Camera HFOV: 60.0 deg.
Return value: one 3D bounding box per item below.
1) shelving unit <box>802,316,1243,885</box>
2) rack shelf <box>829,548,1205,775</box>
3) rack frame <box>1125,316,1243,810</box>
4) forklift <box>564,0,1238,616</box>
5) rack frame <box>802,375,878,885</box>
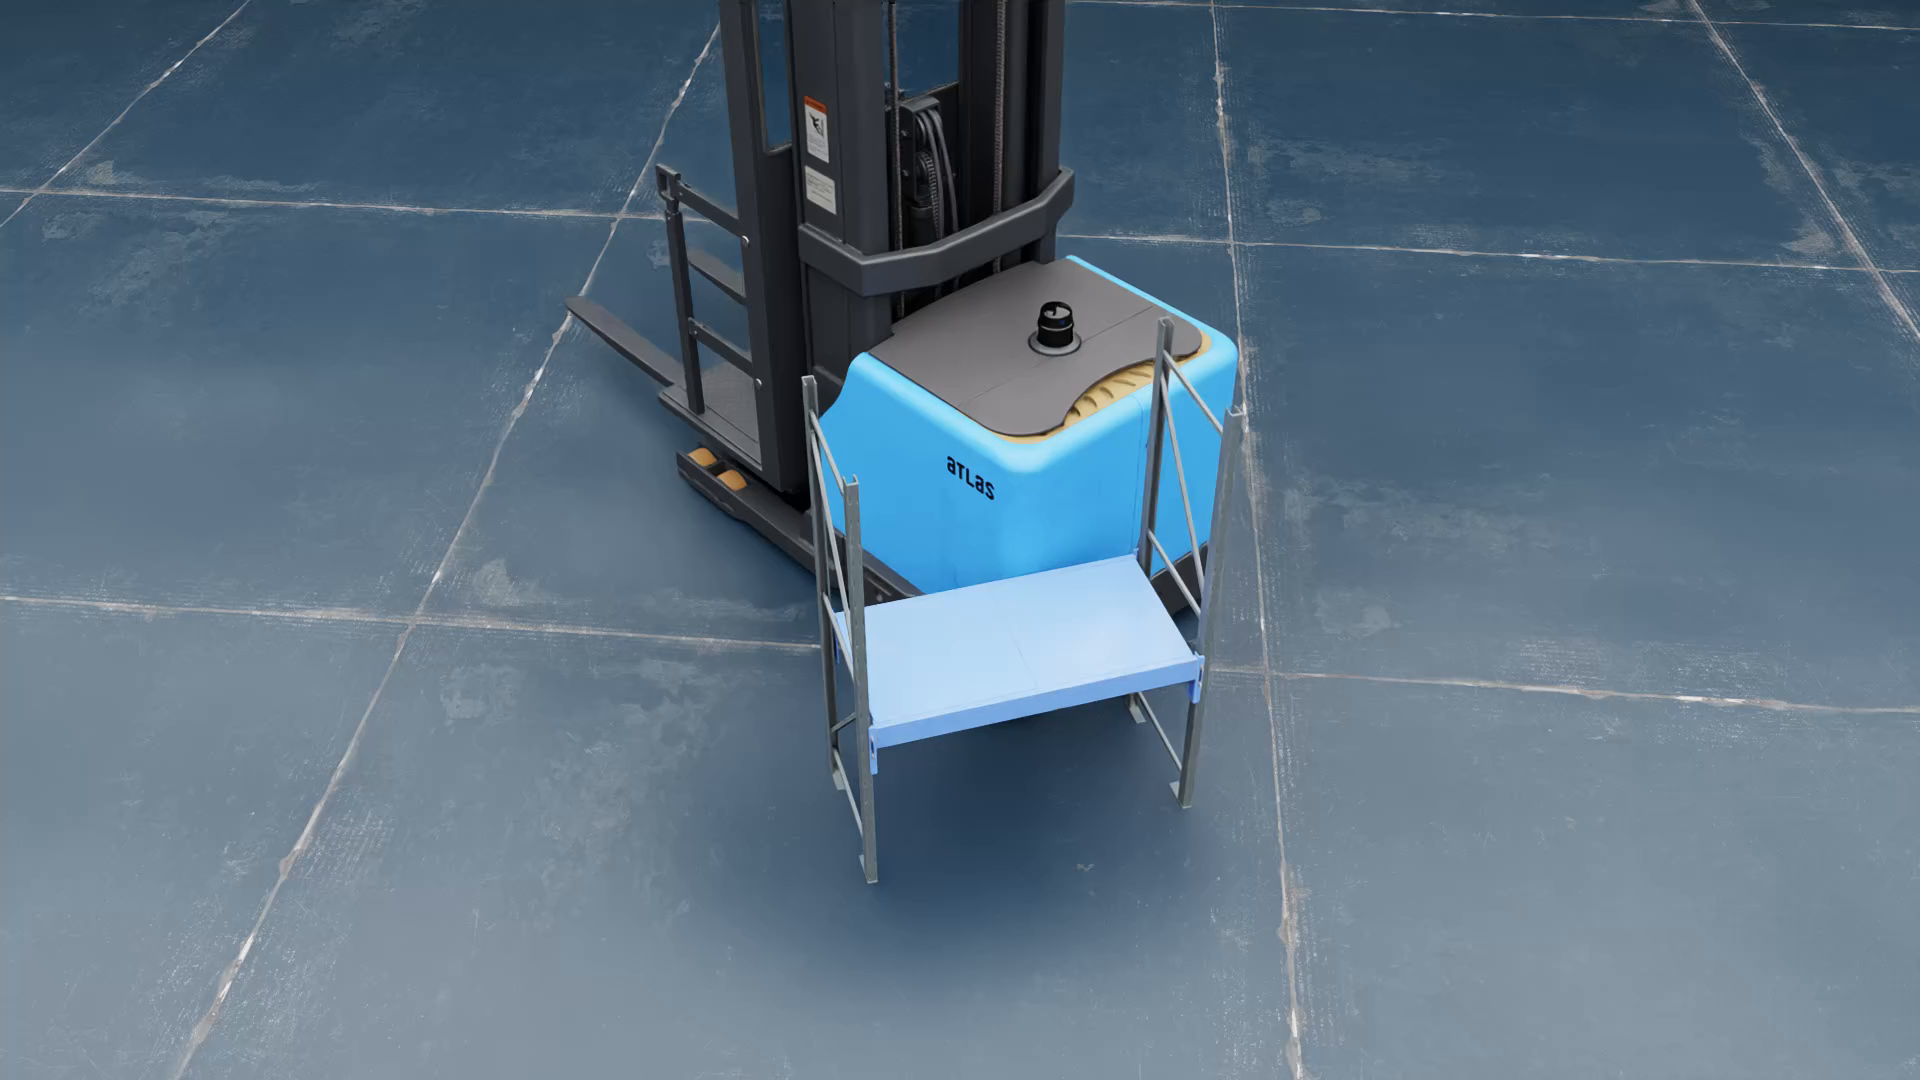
[{"bbox_3d":[0.154,0.204,4.811,1.048,1.500,0.538,-11,40,-13],"label":"shelving unit"},{"bbox_3d":[0.154,0.344,4.925,1.000,0.185,0.538,-11,40,-13],"label":"rack shelf"},{"bbox_3d":[0.640,0.111,4.926,0.032,1.500,0.500,-11,40,-13],"label":"rack frame"},{"bbox_3d":[-0.447,-1.429,5.684,1.130,2.935,3.031,-30,48,-31],"label":"forklift"},{"bbox_3d":[-0.333,0.297,4.697,0.032,1.500,0.500,-11,40,-13],"label":"rack frame"}]
